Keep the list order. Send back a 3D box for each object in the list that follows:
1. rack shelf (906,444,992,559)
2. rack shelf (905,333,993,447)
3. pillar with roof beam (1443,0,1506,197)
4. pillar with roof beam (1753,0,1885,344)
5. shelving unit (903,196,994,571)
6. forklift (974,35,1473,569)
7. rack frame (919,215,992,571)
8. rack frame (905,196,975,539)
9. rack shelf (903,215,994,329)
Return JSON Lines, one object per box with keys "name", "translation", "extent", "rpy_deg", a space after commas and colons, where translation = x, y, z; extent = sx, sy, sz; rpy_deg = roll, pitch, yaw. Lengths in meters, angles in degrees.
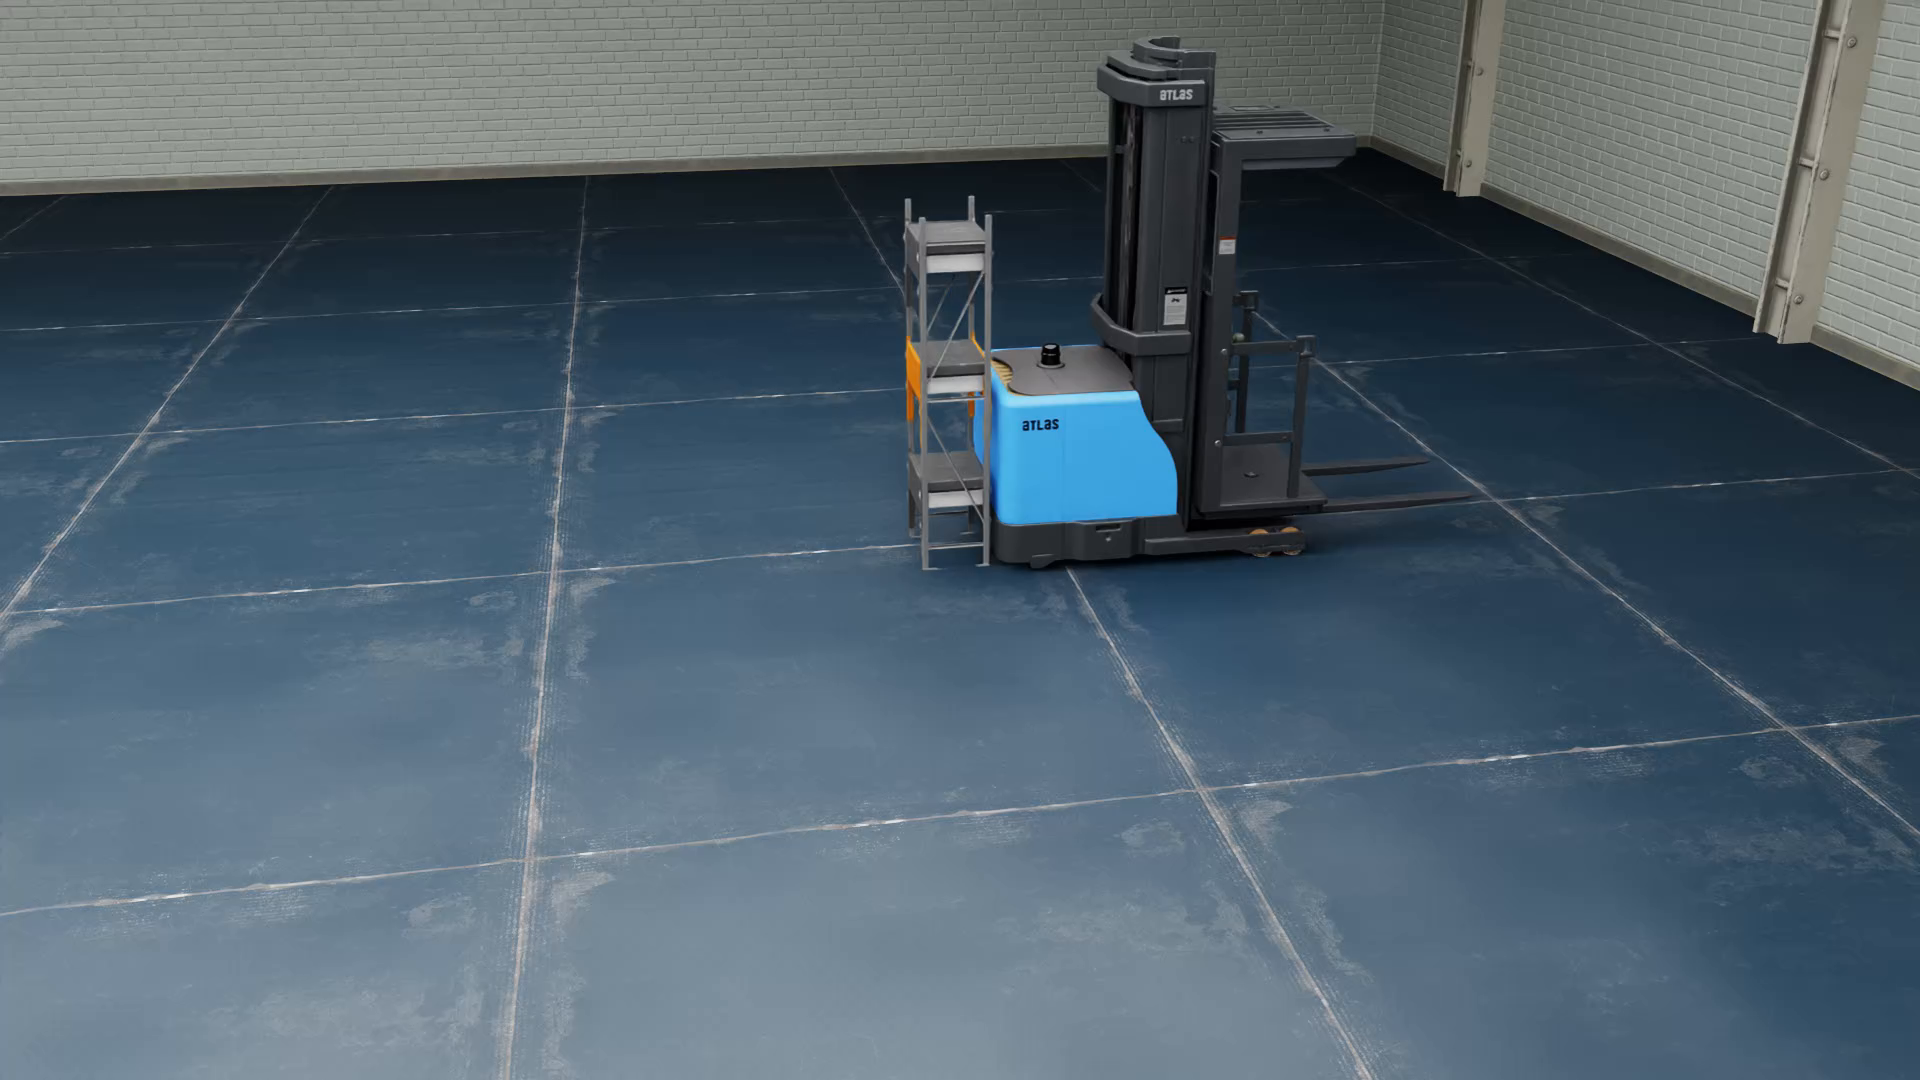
{"name": "rack shelf", "translation": [-0.069, -0.236, 9.950], "extent": [0.431, 0.518, 0.480], "rpy_deg": [-4, 24, -10]}
{"name": "rack shelf", "translation": [-0.069, -0.878, 9.670], "extent": [0.431, 0.518, 0.480], "rpy_deg": [-4, 24, -10]}
{"name": "pillar with roof beam", "translation": [1.705, -7.910, 17.118], "extent": [9.100, 9.000, 0.400], "rpy_deg": [-4, 24, -10]}
{"name": "pillar with roof beam", "translation": [2.814, -5.550, 11.714], "extent": [9.100, 9.000, 0.400], "rpy_deg": [-4, 24, -10]}
{"name": "shelving unit", "translation": [-0.069, -0.890, 9.665], "extent": [0.431, 2.100, 0.503], "rpy_deg": [-4, 24, -10]}
{"name": "forklift", "translation": [1.637, -1.443, 9.891], "extent": [3.031, 2.935, 1.130], "rpy_deg": [-4, 24, -9]}
{"name": "rack frame", "translation": [-0.024, -0.794, 9.445], "extent": [0.400, 2.100, 0.015], "rpy_deg": [-4, 24, -10]}
{"name": "rack frame", "translation": [-0.115, -0.986, 9.885], "extent": [0.400, 2.100, 0.015], "rpy_deg": [-4, 24, -10]}
{"name": "rack shelf", "translation": [-0.069, -1.519, 9.390], "extent": [0.431, 0.518, 0.480], "rpy_deg": [-4, 24, -10]}
